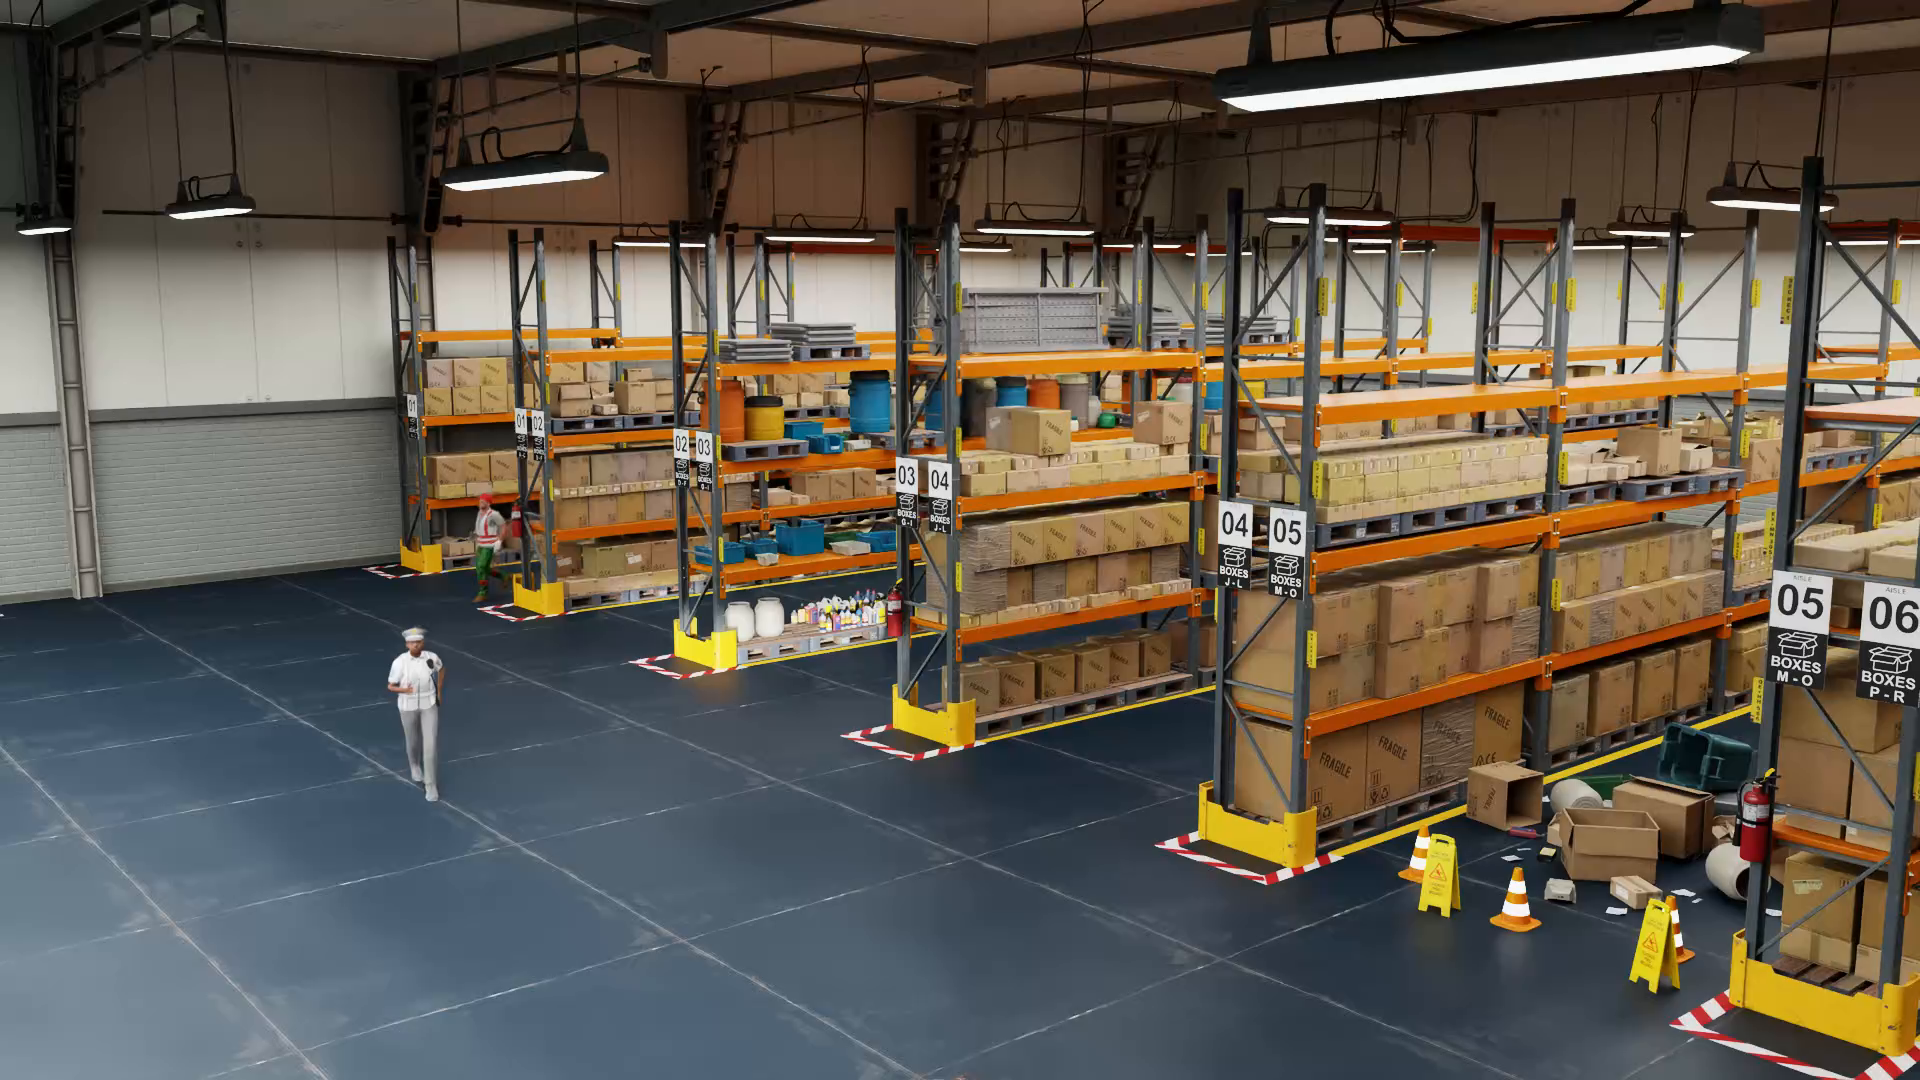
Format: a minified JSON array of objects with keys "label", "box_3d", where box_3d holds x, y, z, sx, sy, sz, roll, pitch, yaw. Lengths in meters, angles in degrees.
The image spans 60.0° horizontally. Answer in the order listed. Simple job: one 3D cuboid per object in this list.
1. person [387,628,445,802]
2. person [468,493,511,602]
[{"label":"person","box_3d":[-5.516,1.725,16.933,0.574,1.721,0.883,-3,9,-21]},{"label":"person","box_3d":[-7.754,0.106,27.406,0.698,1.771,0.761,9,12,44]}]
